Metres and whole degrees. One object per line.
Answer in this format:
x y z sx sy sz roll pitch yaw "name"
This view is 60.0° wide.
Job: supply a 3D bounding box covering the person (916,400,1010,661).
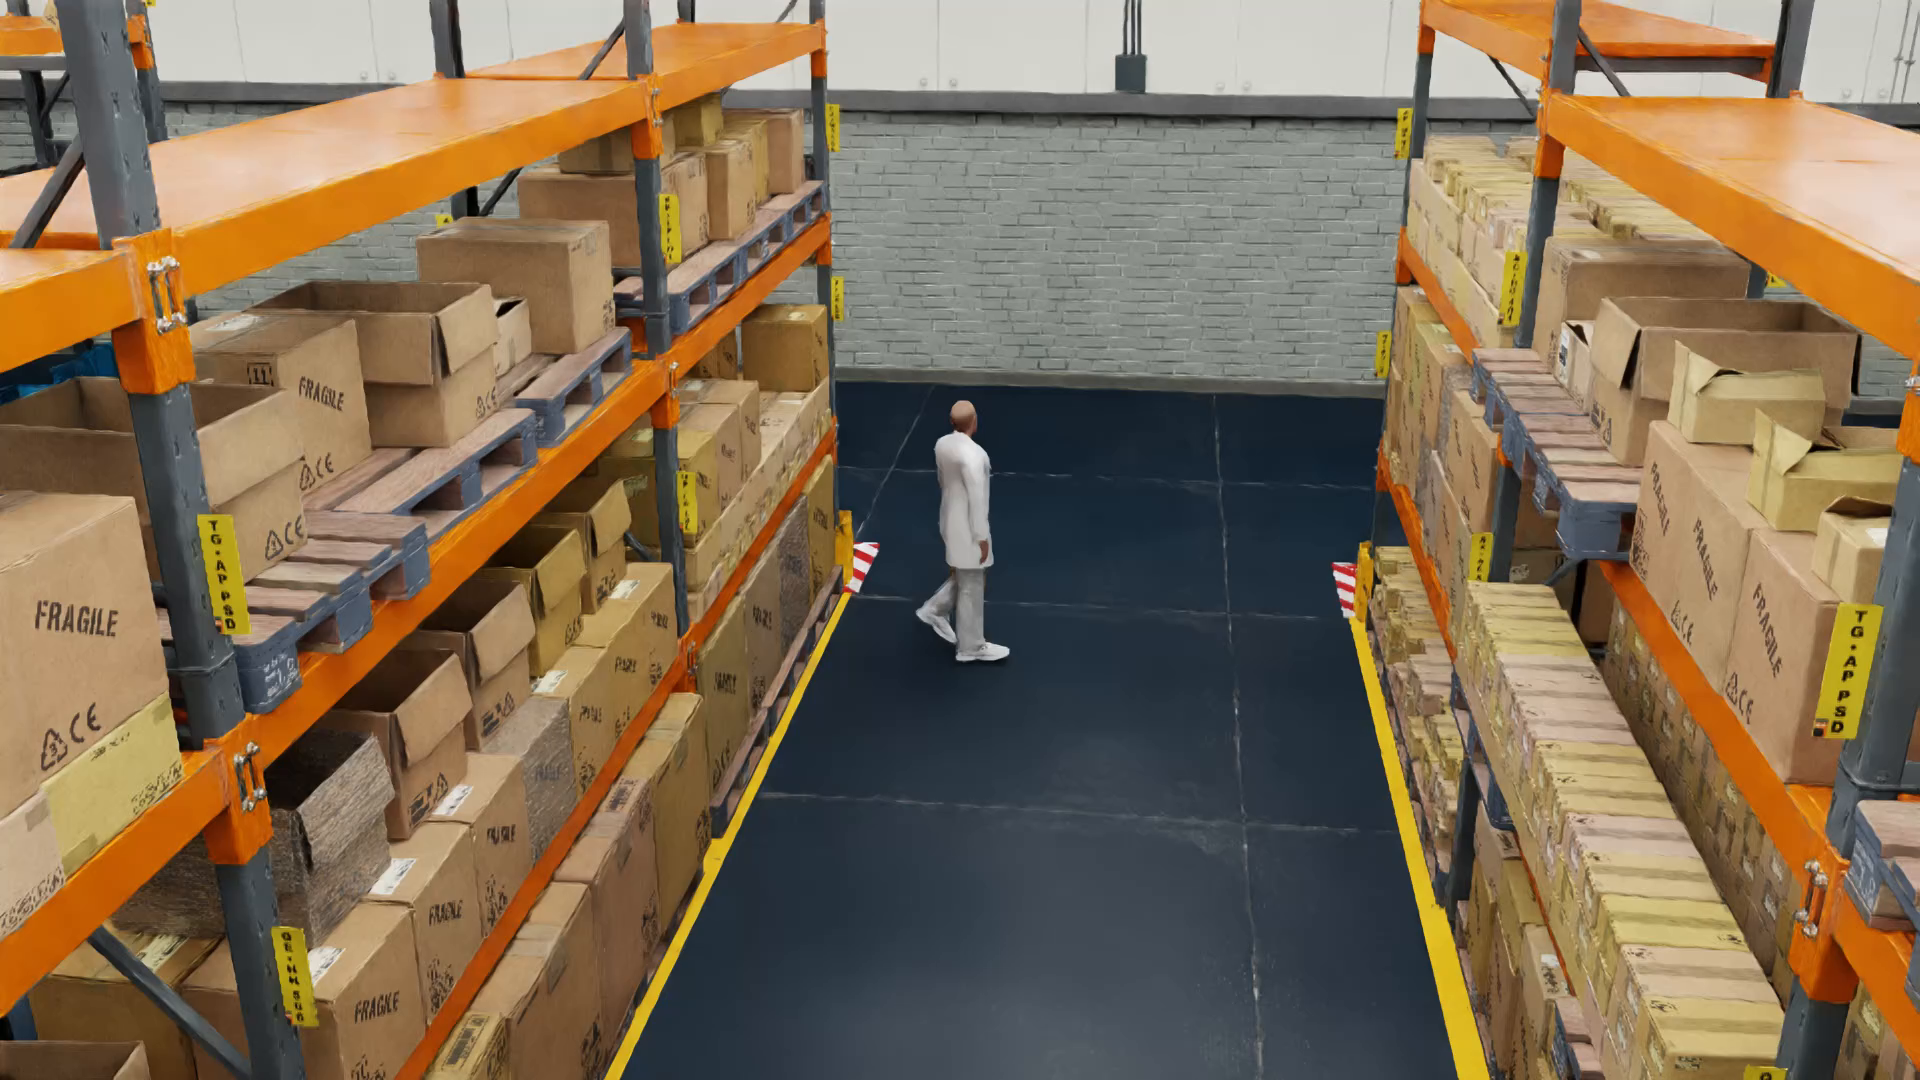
-0.007 -0.073 11.269 0.565 1.761 0.652 -8 22 -20 "person"
